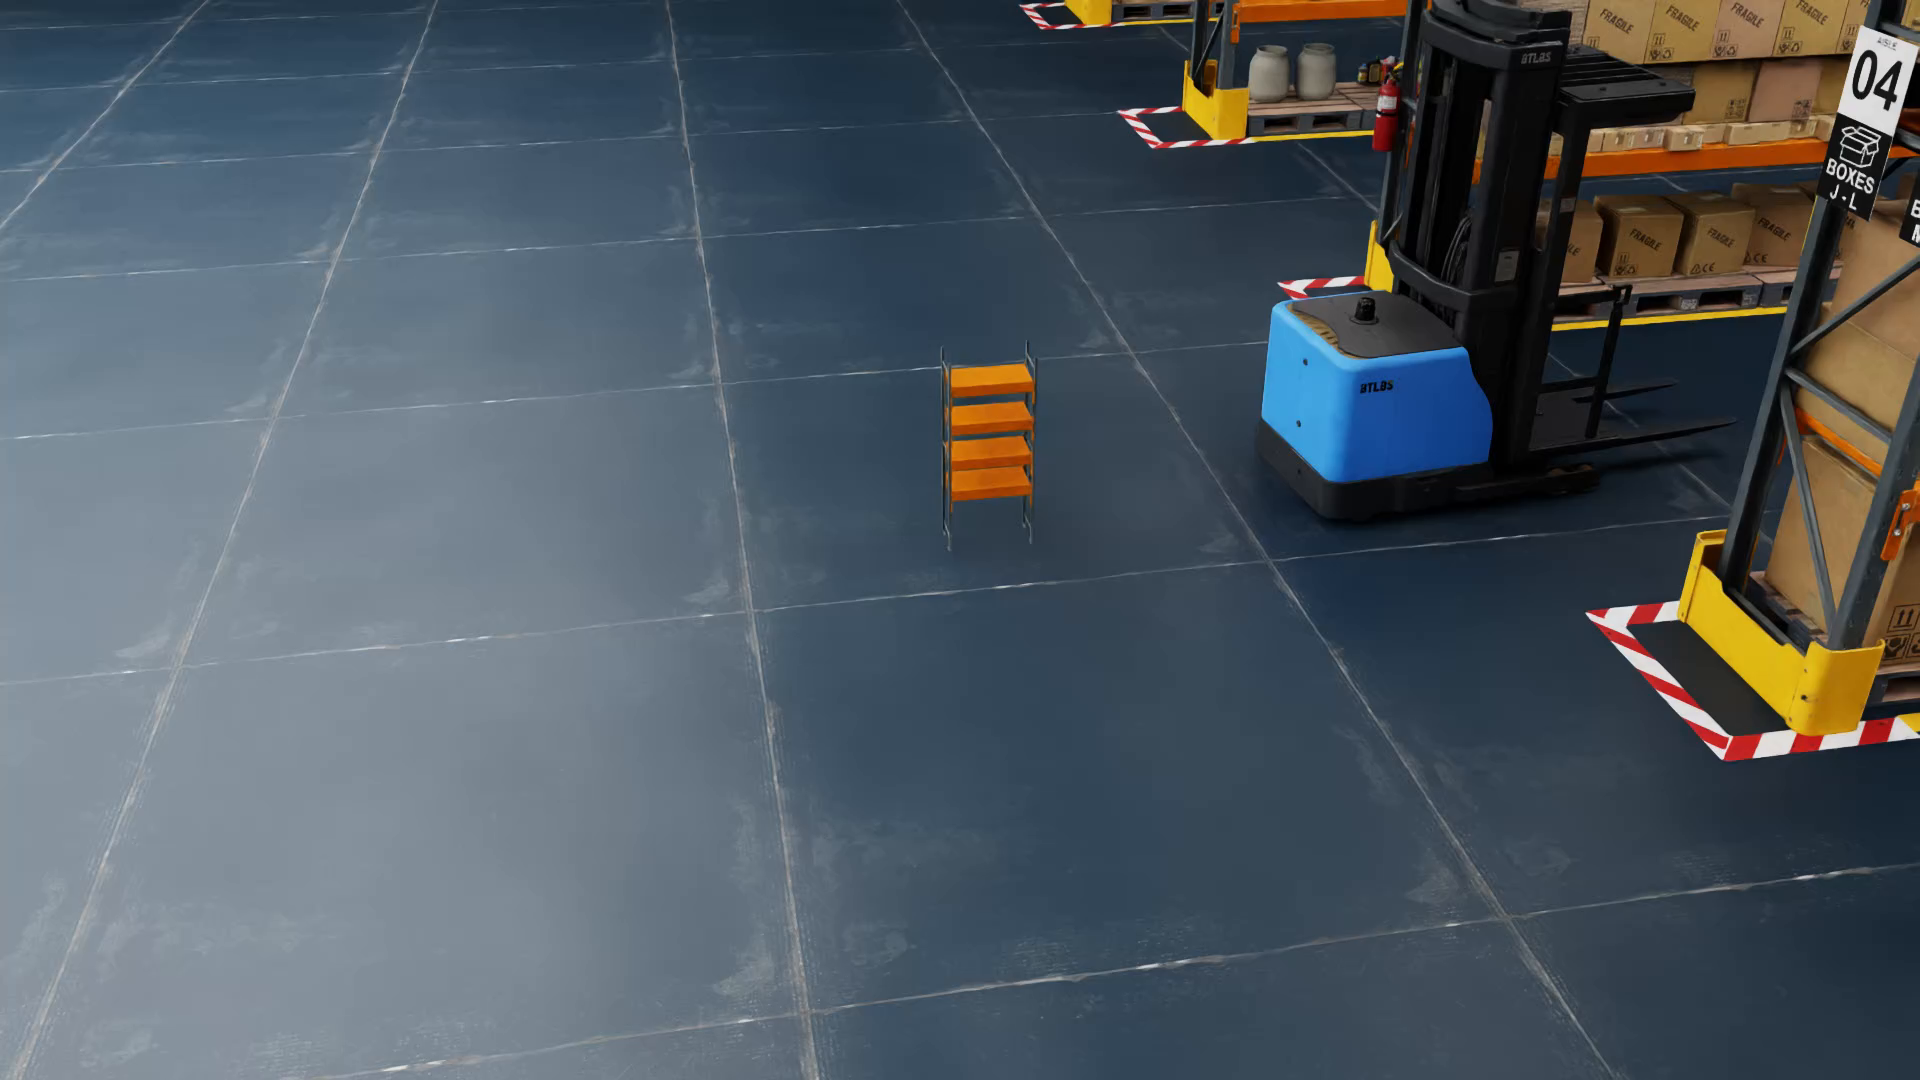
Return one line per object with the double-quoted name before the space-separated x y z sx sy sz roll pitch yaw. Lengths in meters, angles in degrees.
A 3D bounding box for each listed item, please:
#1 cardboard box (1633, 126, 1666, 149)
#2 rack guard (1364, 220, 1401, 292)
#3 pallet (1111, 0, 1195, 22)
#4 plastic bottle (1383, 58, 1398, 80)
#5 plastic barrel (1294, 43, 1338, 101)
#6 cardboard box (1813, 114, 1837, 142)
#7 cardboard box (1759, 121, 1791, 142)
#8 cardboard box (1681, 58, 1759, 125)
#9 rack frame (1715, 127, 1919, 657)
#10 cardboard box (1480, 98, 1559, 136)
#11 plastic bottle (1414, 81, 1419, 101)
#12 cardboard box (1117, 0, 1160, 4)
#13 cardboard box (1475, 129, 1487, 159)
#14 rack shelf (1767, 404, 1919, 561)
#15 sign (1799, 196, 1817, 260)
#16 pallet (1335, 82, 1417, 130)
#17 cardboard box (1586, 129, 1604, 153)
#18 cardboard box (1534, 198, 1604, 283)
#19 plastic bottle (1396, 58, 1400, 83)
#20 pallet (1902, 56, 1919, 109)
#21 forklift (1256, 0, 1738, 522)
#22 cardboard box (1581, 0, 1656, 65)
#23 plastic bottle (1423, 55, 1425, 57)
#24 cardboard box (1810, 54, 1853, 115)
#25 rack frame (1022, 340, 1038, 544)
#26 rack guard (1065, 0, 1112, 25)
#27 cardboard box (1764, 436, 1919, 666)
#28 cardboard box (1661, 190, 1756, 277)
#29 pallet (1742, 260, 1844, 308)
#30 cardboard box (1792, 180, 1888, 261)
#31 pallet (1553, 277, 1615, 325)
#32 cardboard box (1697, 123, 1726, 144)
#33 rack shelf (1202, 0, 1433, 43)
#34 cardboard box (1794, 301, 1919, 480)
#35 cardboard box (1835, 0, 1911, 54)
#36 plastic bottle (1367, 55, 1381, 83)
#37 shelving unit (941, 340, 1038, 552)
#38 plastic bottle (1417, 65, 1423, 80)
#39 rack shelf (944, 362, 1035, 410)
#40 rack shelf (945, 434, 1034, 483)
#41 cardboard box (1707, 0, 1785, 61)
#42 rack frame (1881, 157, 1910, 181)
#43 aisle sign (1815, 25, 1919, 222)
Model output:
"cardboard box" 4.993 -3.025 12.298 0.250 0.149 0.380 -5 31 -9
"rack guard" 3.516 -2.038 12.837 0.348 0.500 1.175 -5 31 -9
"pallet" 2.406 -6.937 21.453 1.213 0.211 1.003 -5 31 -9
"plastic bottle" 4.550 -4.939 17.551 0.133 0.283 0.061 -5 31 -9
"plastic barrel" 3.676 -4.831 17.161 0.421 0.512 0.421 0 30 0
"cardboard box" 6.487 -3.110 12.442 0.250 0.149 0.380 -5 31 -9
"cardboard box" 5.979 -3.110 12.442 0.250 0.149 0.380 -5 31 -9
"cardboard box" 5.451 -3.486 12.442 0.500 0.500 0.875 -5 31 -9
"rack frame" 4.235 -0.627 7.971 0.127 3.000 1.000 -5 31 -9
"cardboard box" 3.987 -3.317 12.153 0.500 0.500 0.875 -5 31 -9
"plastic bottle" 4.615 -4.619 17.006 0.133 0.283 0.061 -5 31 -8
"cardboard box" 2.228 -6.982 21.078 0.500 0.250 0.500 -5 31 -9
"cardboard box" 3.765 -2.908 12.098 0.250 0.149 0.380 -5 31 -9
"rack shelf" 6.203 -0.499 8.464 4.000 0.370 1.077 -5 31 -9
"sign" 4.151 -1.500 8.079 0.005 0.325 0.100 -5 31 -9
"pallet" 4.613 -4.588 17.458 1.213 0.211 1.003 -5 31 -9
"cardboard box" 4.505 -2.969 12.203 0.250 0.149 0.380 -5 31 -9
"cardboard box" 4.641 -2.333 12.924 0.500 0.500 0.500 2 31 4
"plastic bottle" 4.666 -5.002 17.665 0.135 0.276 0.152 -6 31 -10
"pallet" 4.963 -1.954 7.357 1.213 0.211 1.003 -5 31 -9
"forklift" 3.481 -1.785 10.009 3.031 2.935 1.130 -9 32 -14
"cardboard box" 4.525 -3.668 11.764 0.500 0.500 0.500 -5 31 -9
"plastic bottle" 5.011 -5.068 17.704 0.185 0.351 0.144 -6 31 -9
"cardboard box" 6.424 -3.607 12.647 0.500 0.500 0.875 -5 31 -9
"rack frame" 0.403 -0.555 9.624 0.015 1.200 0.240 -5 31 -9
"rack guard" 1.637 -6.968 21.222 0.348 0.500 1.175 -5 31 -9
"cardboard box" 4.891 0.013 8.564 0.875 0.875 0.875 -5 31 -9
"cardboard box" 5.817 -2.409 13.054 0.500 0.500 0.500 -8 31 -13
"pallet" 6.722 -2.193 13.386 1.213 0.211 1.003 -5 31 -9
"cardboard box" 6.975 -2.561 13.312 0.500 0.500 0.500 -6 31 -10
"pallet" 4.322 -1.970 13.007 1.213 0.211 1.003 -5 31 -9
"cardboard box" 5.480 -3.085 12.400 0.250 0.149 0.380 -5 31 -9
"rack shelf" 4.517 -5.451 16.885 4.000 0.370 1.077 -5 31 -9
"cardboard box" 4.592 -0.748 8.029 0.550 0.550 0.875 -5 31 -9
"cardboard box" 6.491 -3.852 12.077 0.500 0.500 0.500 -5 31 -9
"plastic bottle" 4.389 -5.003 17.659 0.133 0.283 0.061 -5 31 -8
"shelving unit" 0.163 -0.532 9.586 0.503 1.200 0.258 -5 31 -9
"plastic bottle" 4.893 -4.931 17.617 0.097 0.201 0.097 0 30 0
"rack shelf" 0.163 -0.871 9.387 0.480 0.148 0.258 -5 31 -9
"rack shelf" 0.163 -0.474 9.620 0.480 0.148 0.258 -5 31 -9
"cardboard box" 5.507 -3.763 11.925 0.500 0.500 0.500 -5 31 -9
"rack frame" 7.376 -3.474 12.813 0.127 3.000 1.000 -5 31 -9
"aisle sign" 4.112 -1.890 7.555 0.004 0.787 0.394 -5 31 -9
